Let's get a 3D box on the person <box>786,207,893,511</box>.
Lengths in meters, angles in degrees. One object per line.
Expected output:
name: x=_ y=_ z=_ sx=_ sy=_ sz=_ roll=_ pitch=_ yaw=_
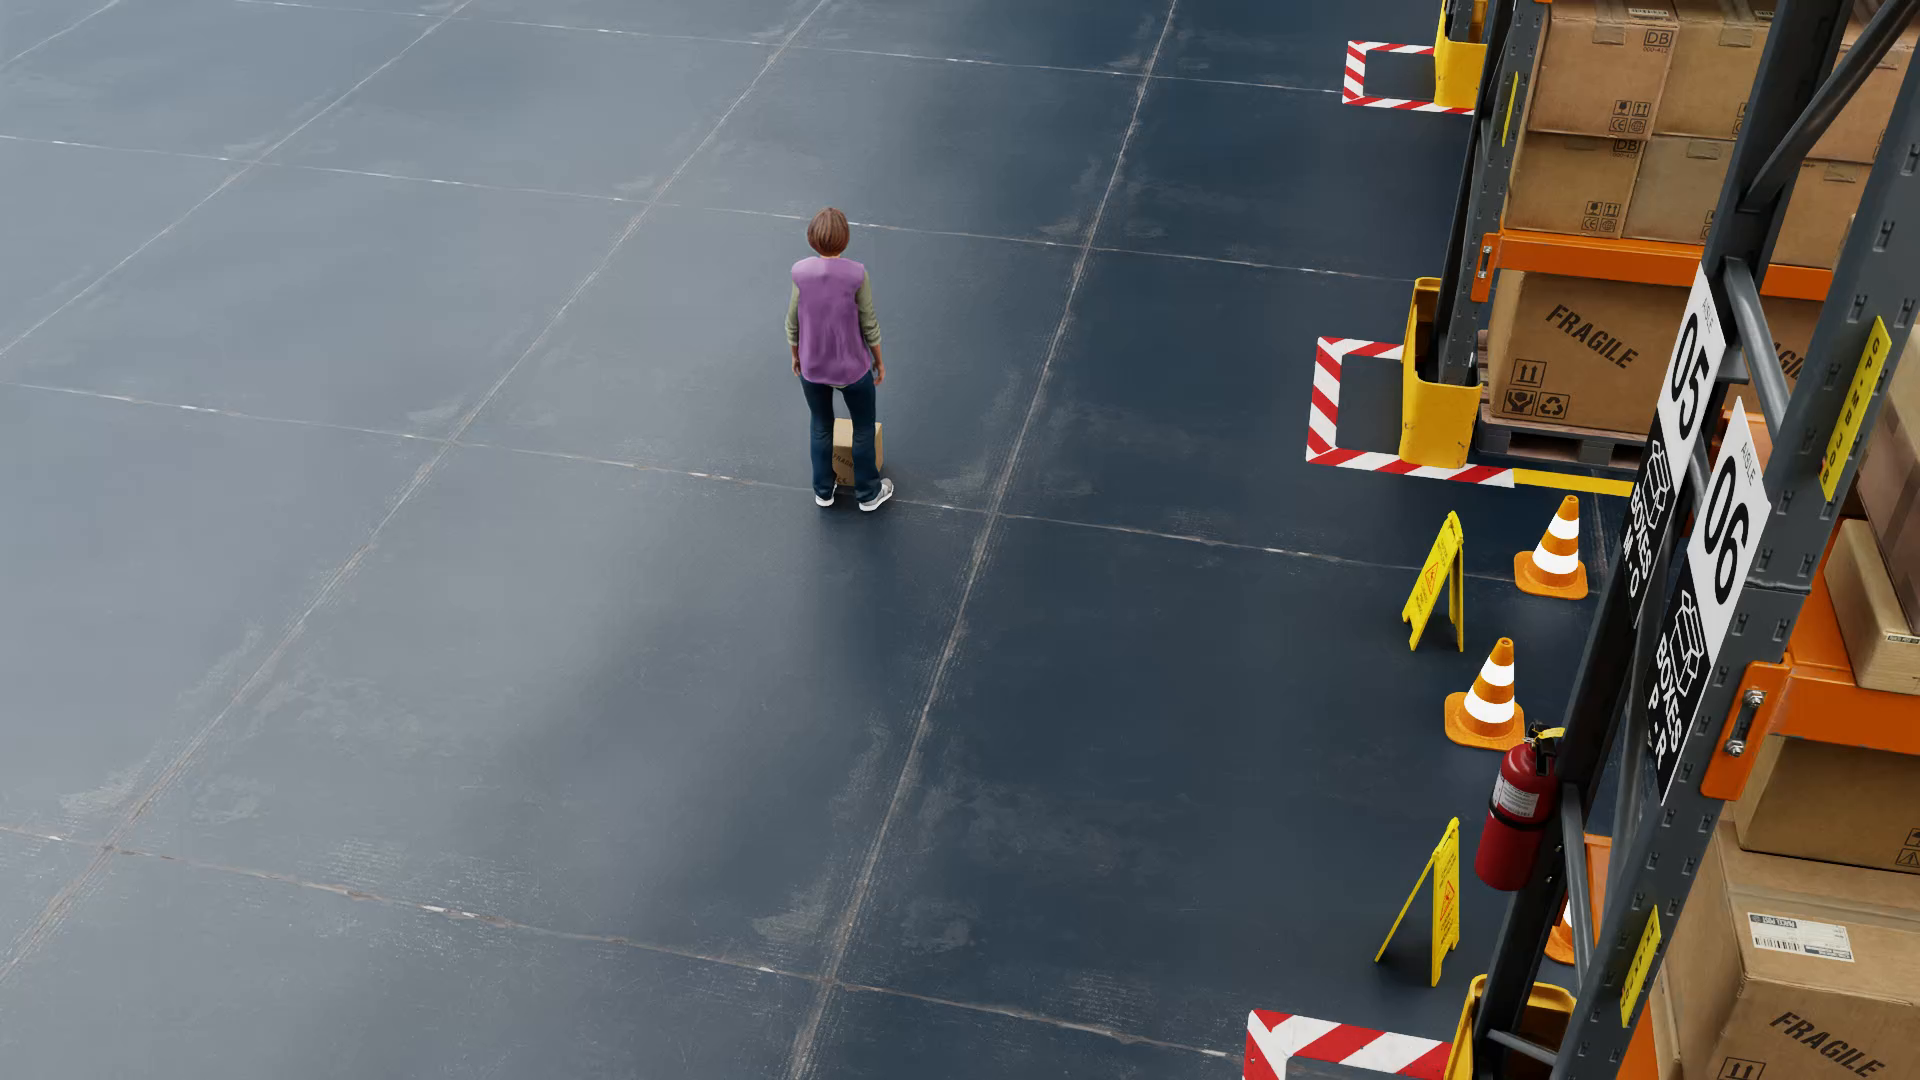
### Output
person: x=-0.598 y=-0.848 z=8.092 sx=0.473 sy=1.593 sz=0.349 roll=7 pitch=38 yaw=9
